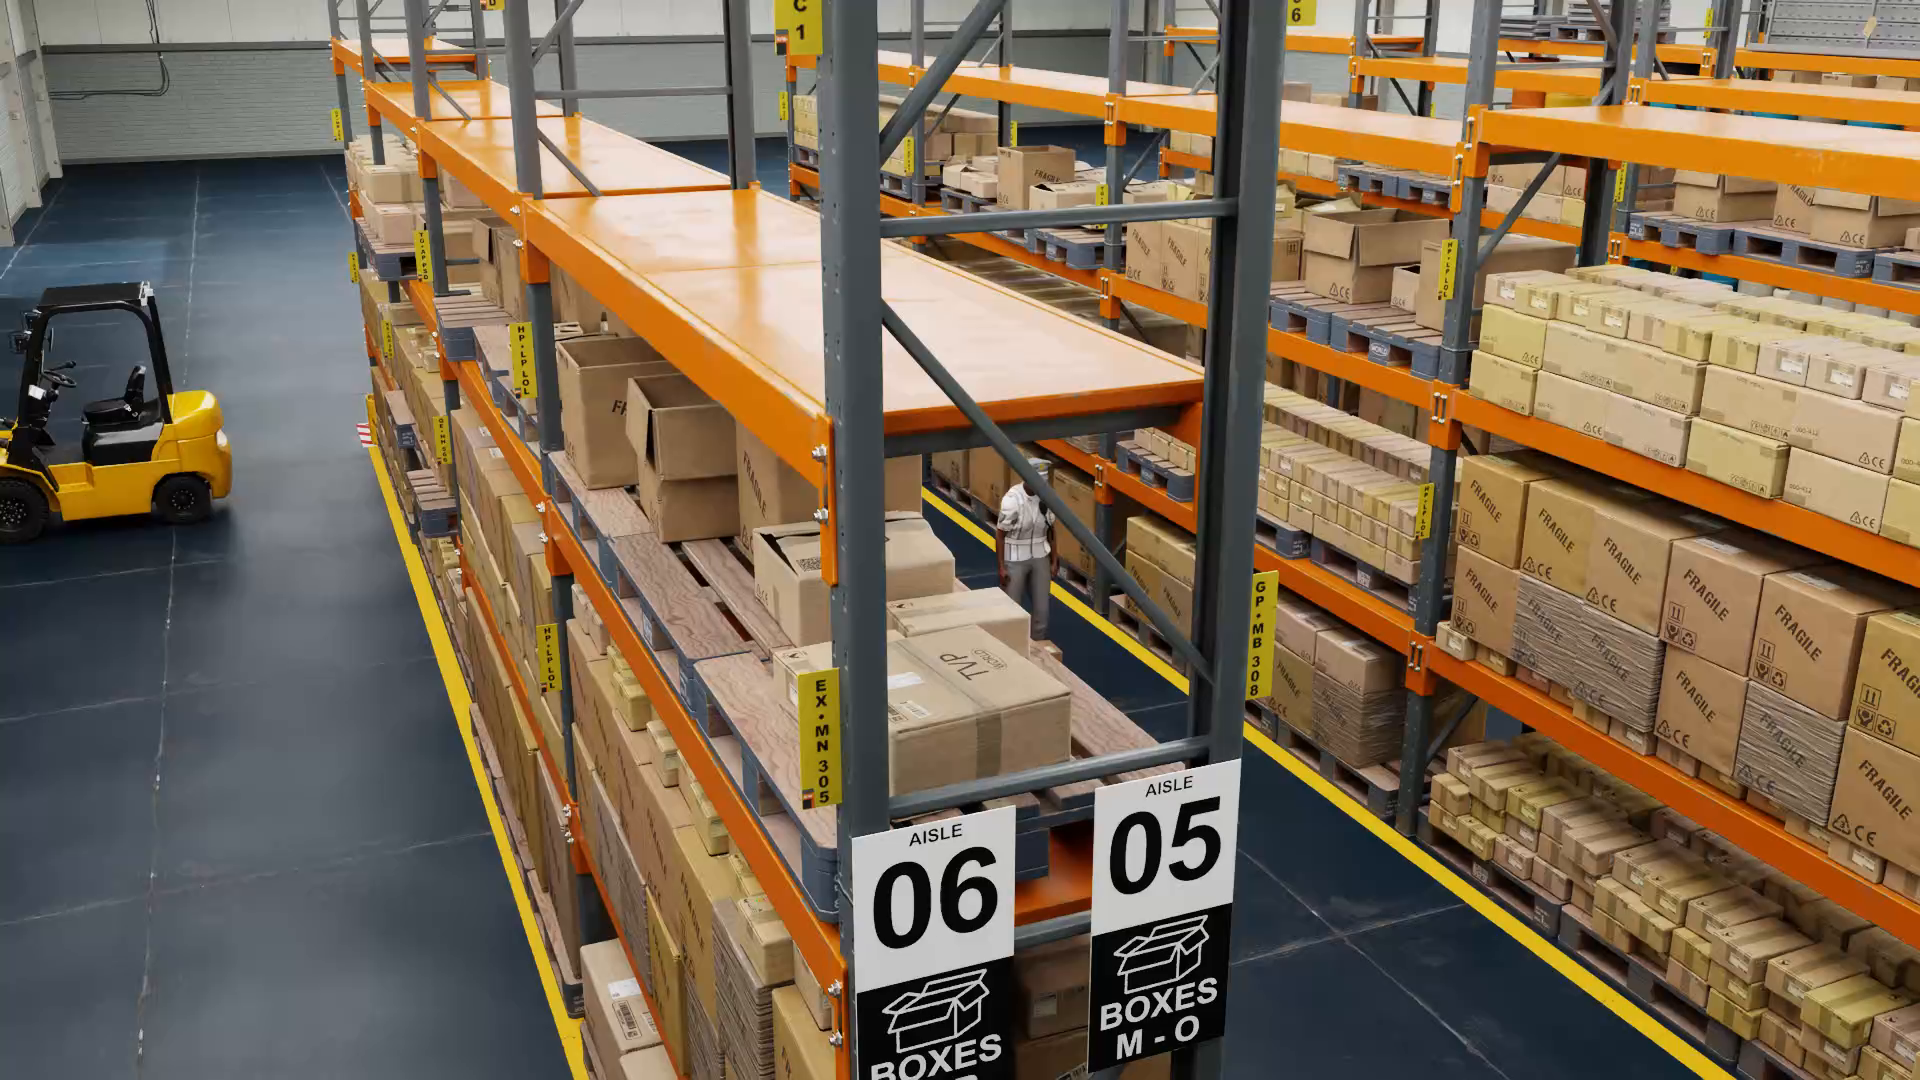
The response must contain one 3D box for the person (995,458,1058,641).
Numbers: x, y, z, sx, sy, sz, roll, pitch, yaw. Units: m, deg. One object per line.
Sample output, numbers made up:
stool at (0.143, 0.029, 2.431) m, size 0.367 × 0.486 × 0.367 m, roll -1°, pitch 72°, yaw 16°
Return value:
person at (0.494, 0.183, 12.297) m, size 0.506 × 1.660 × 0.415 m, roll -8°, pitch 20°, yaw -22°
